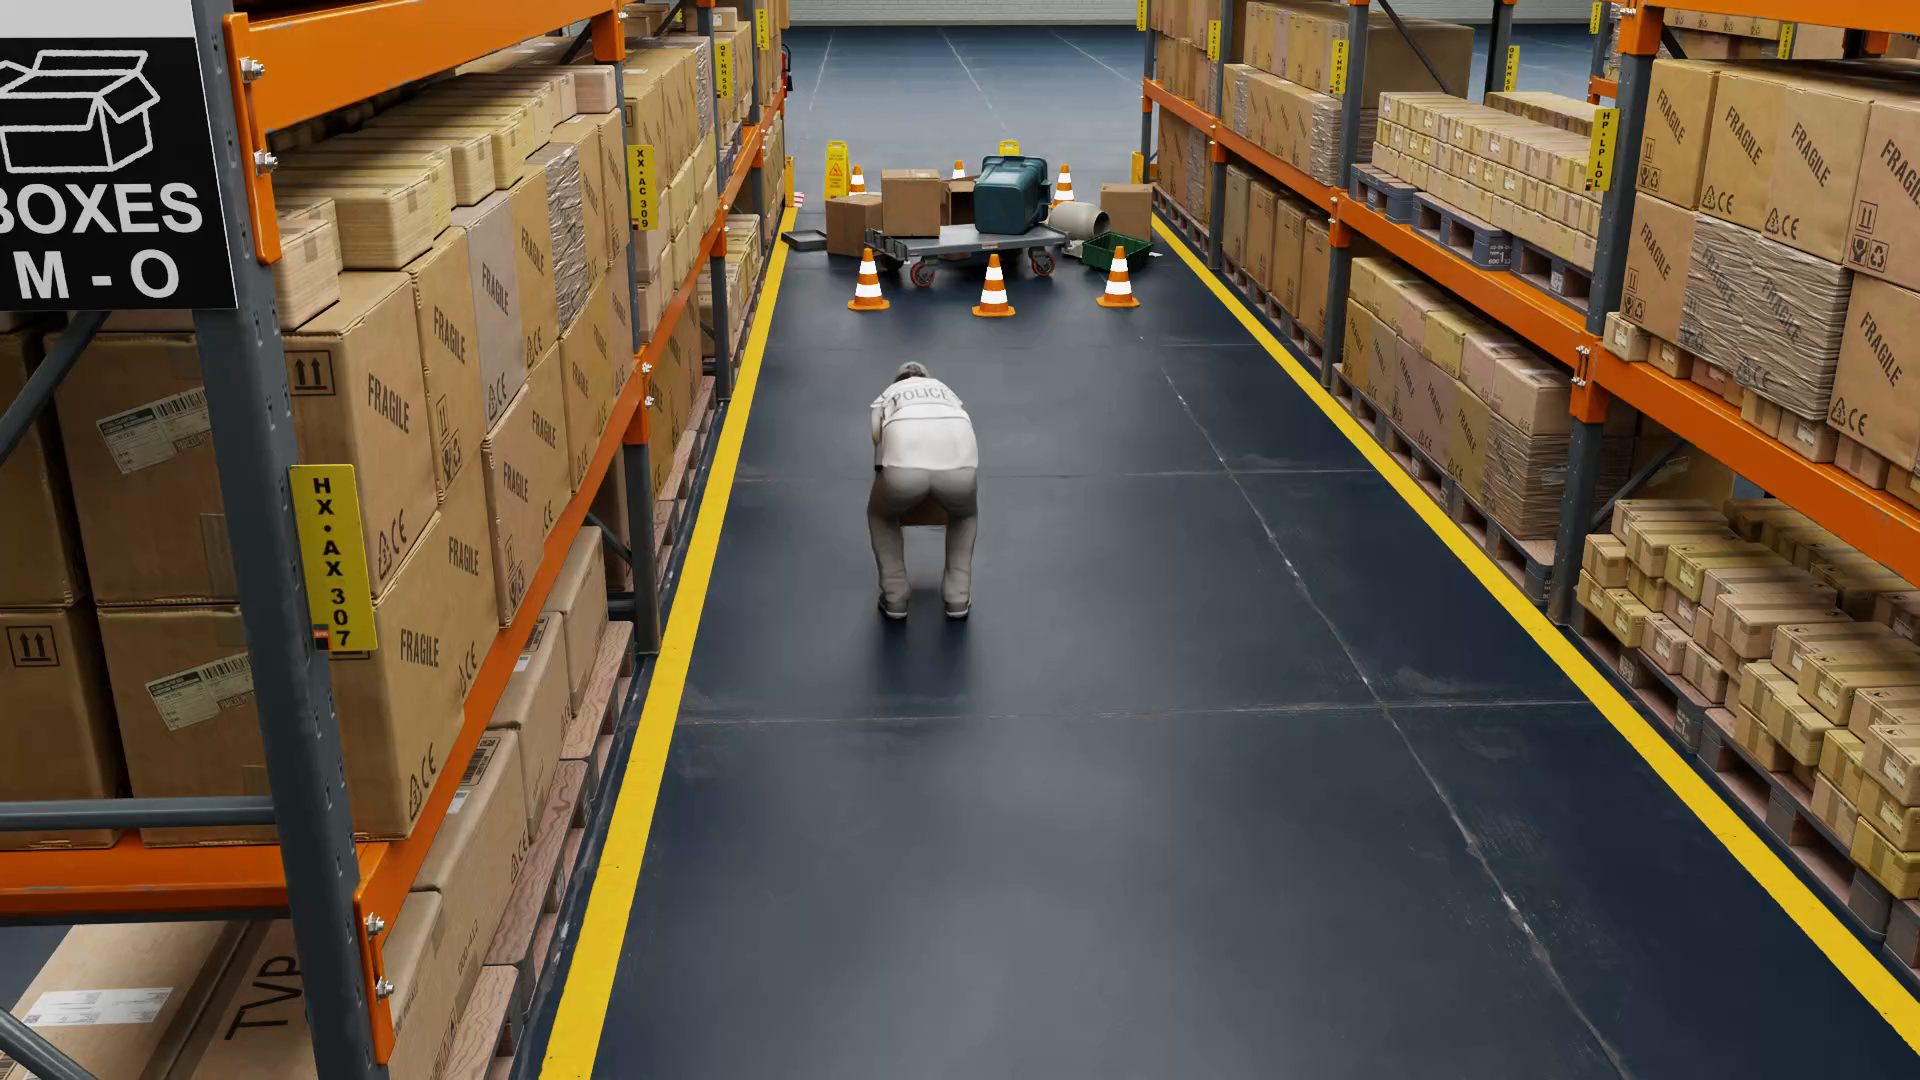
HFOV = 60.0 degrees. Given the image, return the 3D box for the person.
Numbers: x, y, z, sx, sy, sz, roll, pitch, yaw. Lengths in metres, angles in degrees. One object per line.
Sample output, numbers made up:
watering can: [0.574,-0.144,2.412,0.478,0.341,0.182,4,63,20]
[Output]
person: [-0.173,-0.220,7.573,0.512,1.031,0.938,-2,21,-6]
